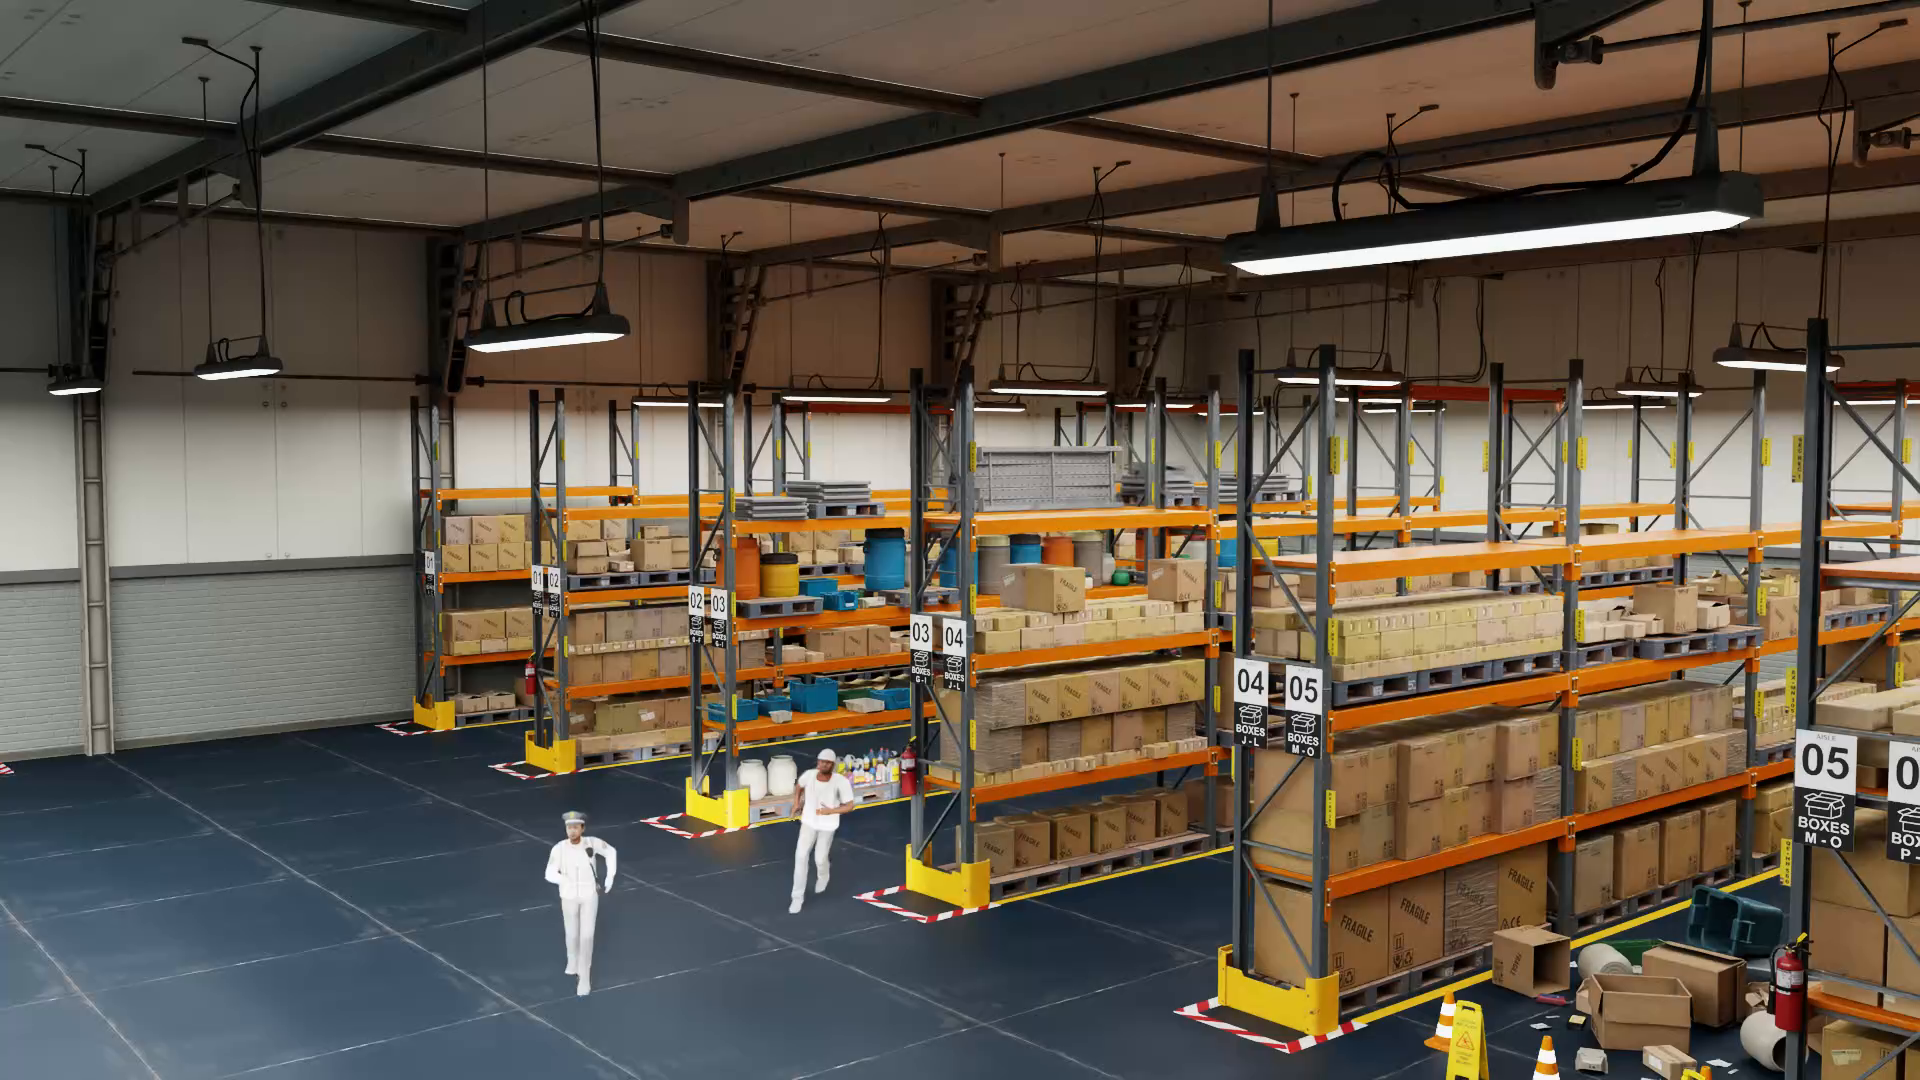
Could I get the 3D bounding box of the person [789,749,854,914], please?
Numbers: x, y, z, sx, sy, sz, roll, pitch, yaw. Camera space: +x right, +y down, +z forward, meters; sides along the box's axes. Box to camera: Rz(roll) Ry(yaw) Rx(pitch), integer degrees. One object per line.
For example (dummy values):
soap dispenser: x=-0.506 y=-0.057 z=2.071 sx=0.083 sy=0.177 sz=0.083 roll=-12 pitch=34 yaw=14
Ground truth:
person: x=-1.543 y=3.205 z=18.570 sx=0.743 sy=1.786 sz=0.921 roll=1 pitch=3 yaw=11

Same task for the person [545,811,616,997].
person: x=-3.580 y=3.400 z=15.723 sx=0.622 sy=1.717 sz=0.866 roll=0 pitch=3 yaw=-5
